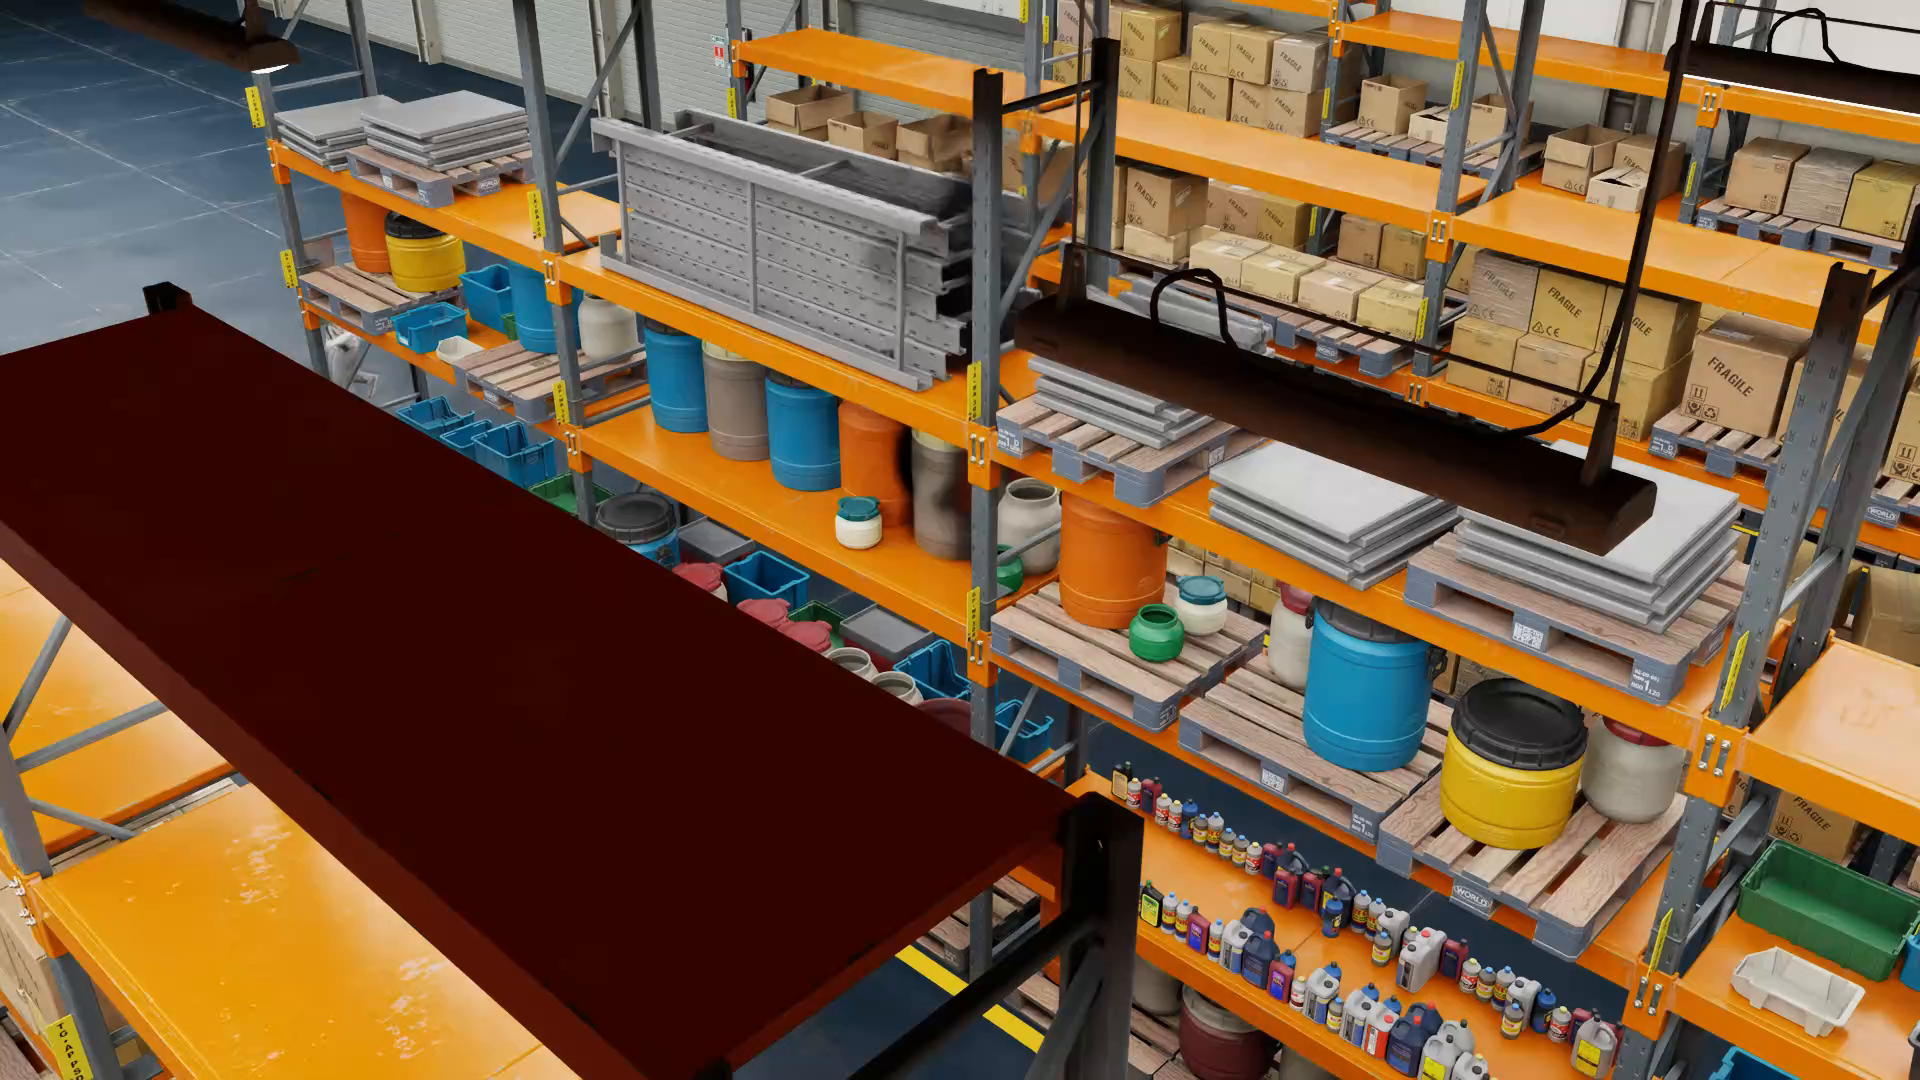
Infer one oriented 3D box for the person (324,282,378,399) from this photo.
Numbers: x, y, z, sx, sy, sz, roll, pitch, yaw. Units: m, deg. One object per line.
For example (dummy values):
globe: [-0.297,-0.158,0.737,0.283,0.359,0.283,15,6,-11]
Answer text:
person: [-6.779,-2.141,18.382,0.554,1.650,0.617,-14,32,-24]
